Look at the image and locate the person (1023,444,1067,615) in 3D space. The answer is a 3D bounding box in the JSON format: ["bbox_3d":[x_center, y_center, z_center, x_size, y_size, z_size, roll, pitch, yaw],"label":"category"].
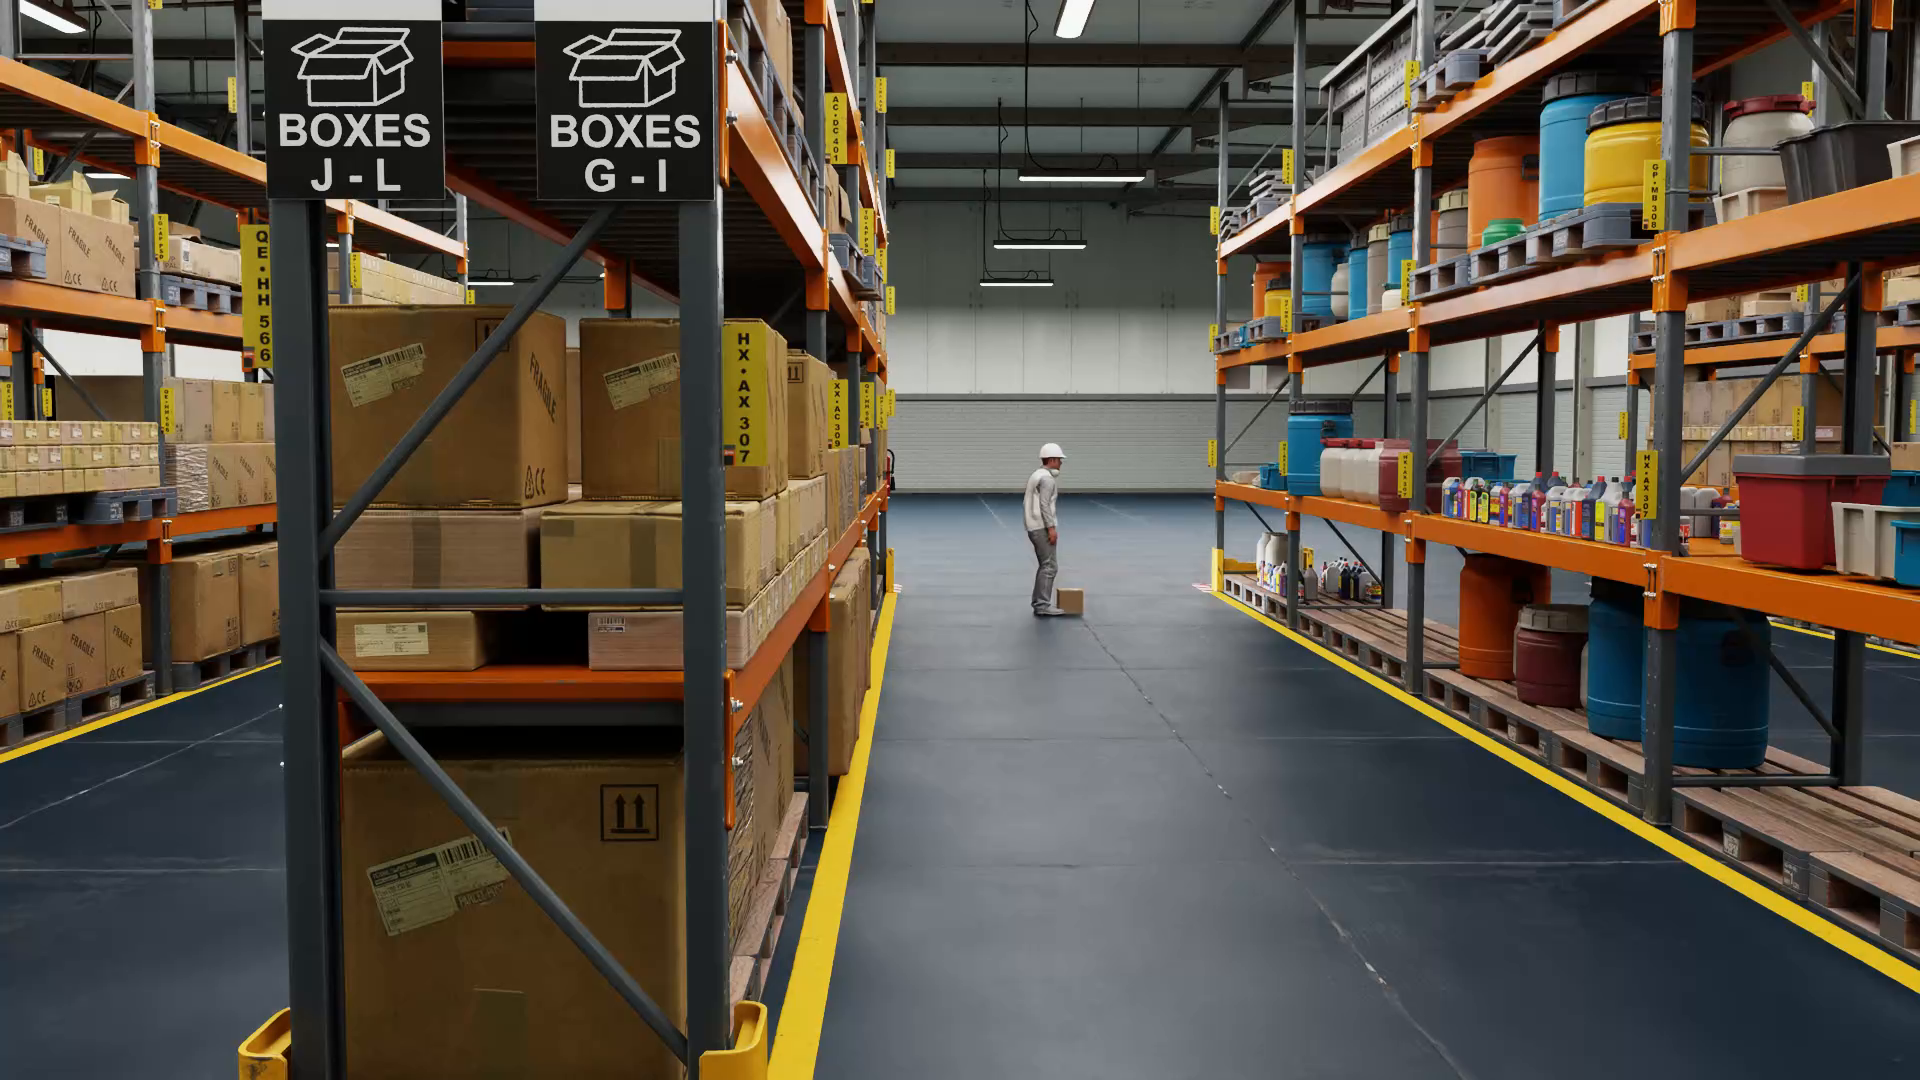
[{"bbox_3d":[0.891,-0.119,17.361,0.463,1.771,0.593,0,4,-5],"label":"person"}]
